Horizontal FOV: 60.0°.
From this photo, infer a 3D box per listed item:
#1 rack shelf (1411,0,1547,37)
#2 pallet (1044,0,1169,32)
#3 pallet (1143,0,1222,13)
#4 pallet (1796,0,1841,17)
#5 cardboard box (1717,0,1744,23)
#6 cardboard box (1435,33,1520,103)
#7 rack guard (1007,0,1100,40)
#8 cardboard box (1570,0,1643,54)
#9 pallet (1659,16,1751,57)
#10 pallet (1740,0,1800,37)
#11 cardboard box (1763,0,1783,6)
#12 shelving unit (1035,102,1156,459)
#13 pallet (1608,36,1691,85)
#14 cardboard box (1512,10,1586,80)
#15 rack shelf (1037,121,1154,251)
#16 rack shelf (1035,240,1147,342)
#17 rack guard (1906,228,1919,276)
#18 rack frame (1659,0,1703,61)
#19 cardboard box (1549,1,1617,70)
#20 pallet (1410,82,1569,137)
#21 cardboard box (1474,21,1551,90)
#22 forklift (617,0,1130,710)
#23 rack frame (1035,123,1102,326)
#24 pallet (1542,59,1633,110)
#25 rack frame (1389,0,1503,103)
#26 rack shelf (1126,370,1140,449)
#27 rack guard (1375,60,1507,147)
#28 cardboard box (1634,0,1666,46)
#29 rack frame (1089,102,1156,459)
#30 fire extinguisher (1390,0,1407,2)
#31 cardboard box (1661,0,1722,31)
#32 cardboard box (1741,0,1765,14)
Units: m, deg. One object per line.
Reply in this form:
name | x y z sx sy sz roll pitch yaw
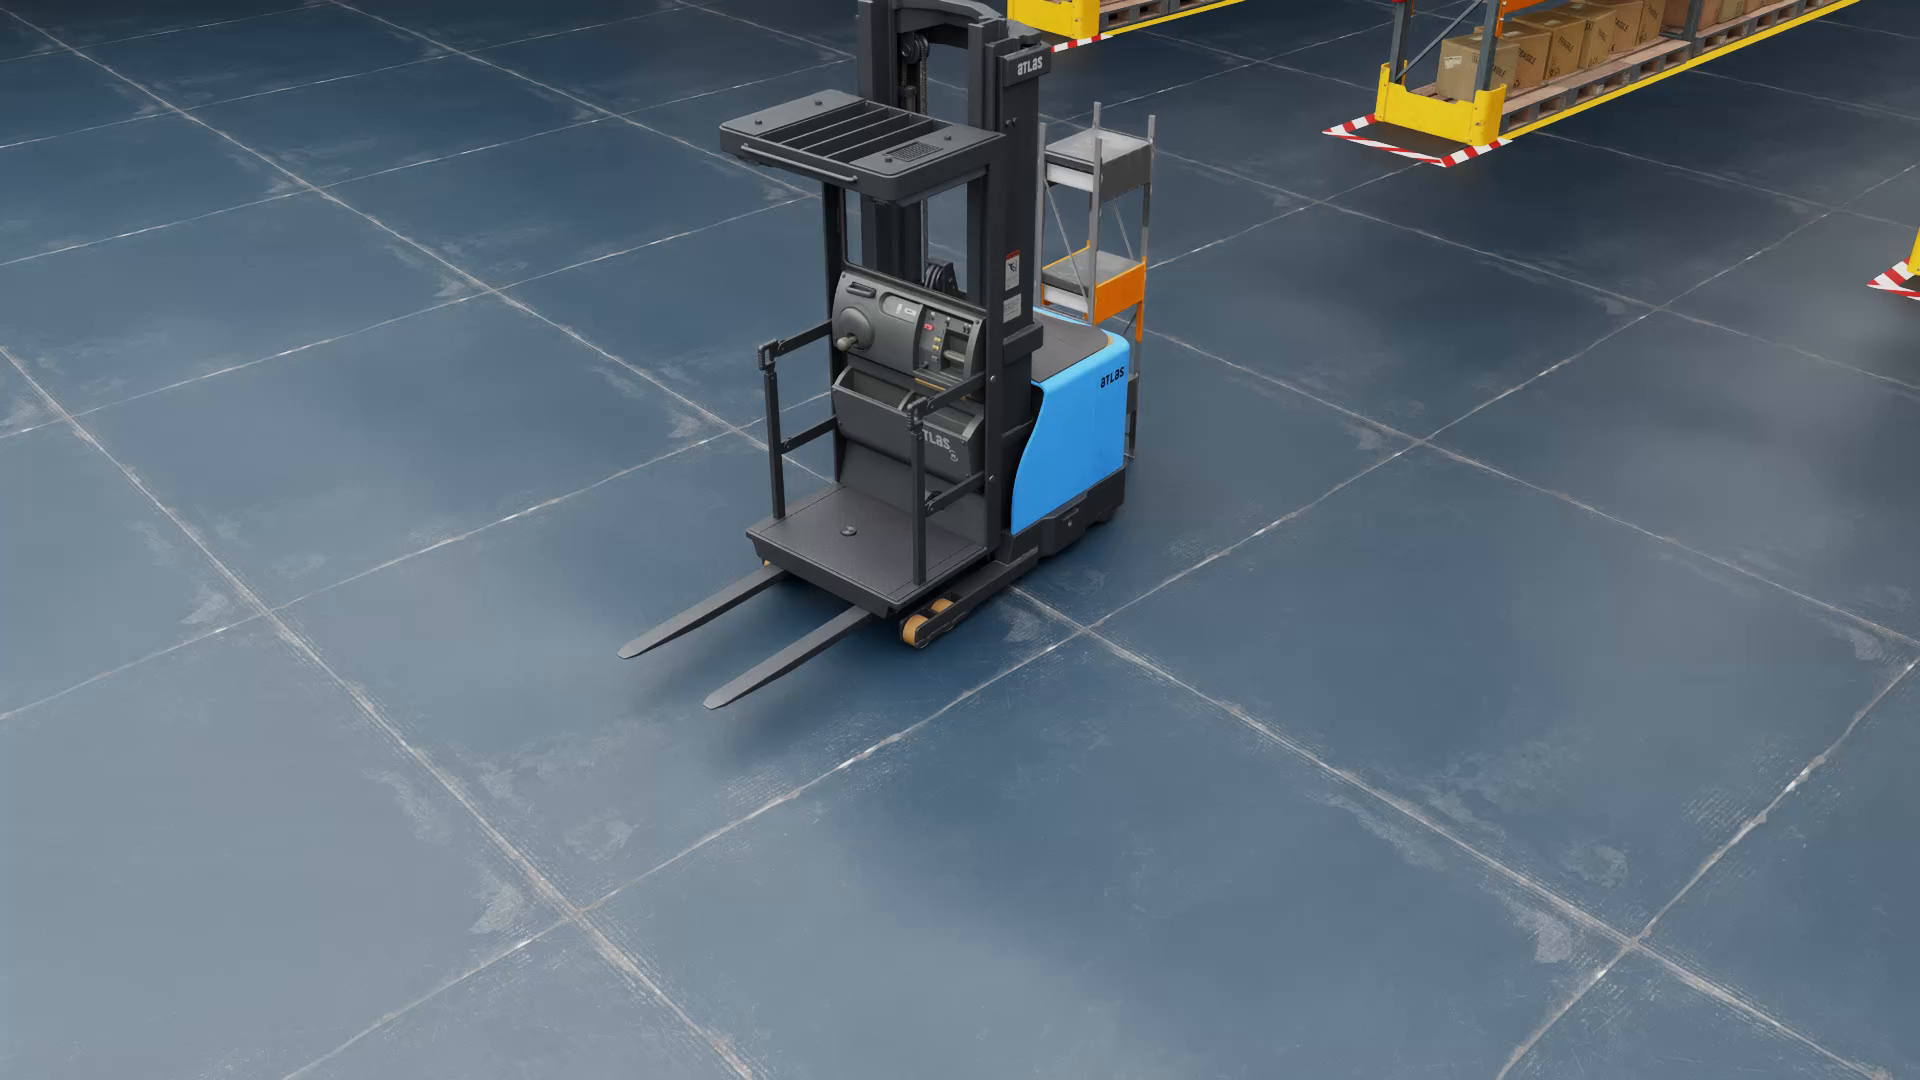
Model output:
rack shelf | 5.845 -5.495 16.051 4.000 0.370 1.077 -26 40 -35
pallet | 1.634 -6.129 19.070 1.213 0.211 1.003 -26 40 -35
pallet | 2.528 -6.559 19.775 1.213 0.211 1.003 -26 40 -35
pallet | 9.671 -6.464 19.619 1.213 0.211 1.003 -26 40 -35
cardboard box | 8.139 -6.004 18.168 0.500 0.500 0.700 -26 40 -36
cardboard box | 4.848 -4.420 15.597 0.500 0.500 0.500 -18 36 -27
rack guard | 1.035 -5.966 18.527 0.348 0.500 1.175 -26 40 -35
cardboard box | 6.576 -5.292 17.022 0.500 0.500 0.500 -13 34 -21
pallet | 7.882 -5.599 18.203 1.213 0.211 1.003 -26 40 -35
pallet | 8.777 -6.033 18.915 1.213 0.211 1.003 -26 40 -35
cardboard box | 8.958 -6.401 18.817 0.500 0.500 0.700 -22 38 -32
shelving unit | 0.740 -1.357 9.456 0.431 2.100 0.503 24 39 34
pallet | 6.843 -5.070 17.339 1.213 0.211 1.003 -26 40 -35
cardboard box | 5.735 -4.860 16.317 0.500 0.500 0.500 -22 38 -31
rack shelf | 0.740 -1.942 9.098 0.431 0.518 0.480 24 39 34
rack shelf | 0.740 -1.345 9.463 0.431 0.518 0.480 24 39 34
rack guard | 7.659 -2.084 12.180 0.348 0.500 1.175 -26 40 -35
rack frame | 7.312 -6.511 17.023 0.127 3.000 1.000 -26 40 -35
cardboard box | 6.175 -5.041 16.613 0.500 0.500 0.500 25 39 35
pallet | 5.054 -4.205 15.924 1.213 0.211 1.003 -26 40 -35
cardboard box | 5.263 -4.646 15.966 0.500 0.500 0.500 -15 35 -23
forklift | -0.404 -1.003 8.081 1.130 2.935 3.031 24 39 34
rack frame | 0.582 -1.260 9.297 0.400 2.100 0.015 24 39 34
pallet | 5.948 -4.635 16.628 1.213 0.211 1.003 -26 40 -35
rack frame | 4.379 -5.093 14.703 0.127 3.000 1.000 -26 40 -35
rack shelf | 0.740 -0.748 9.828 0.431 0.518 0.480 24 39 34
rack guard | 4.434 -4.053 15.399 0.348 0.500 1.175 -26 40 -35
cardboard box | 6.991 -5.498 17.359 0.500 0.500 0.500 -27 41 -37
rack frame | 0.898 -1.454 9.614 0.400 2.100 0.015 24 39 34
fire extinguisher | 3.981 -5.195 14.945 0.183 0.674 0.296 -26 40 -35
cardboard box | 7.777 -5.842 17.903 0.700 0.500 0.500 26 40 35
cardboard box | 8.549 -6.203 18.493 0.700 0.500 0.500 25 40 35
